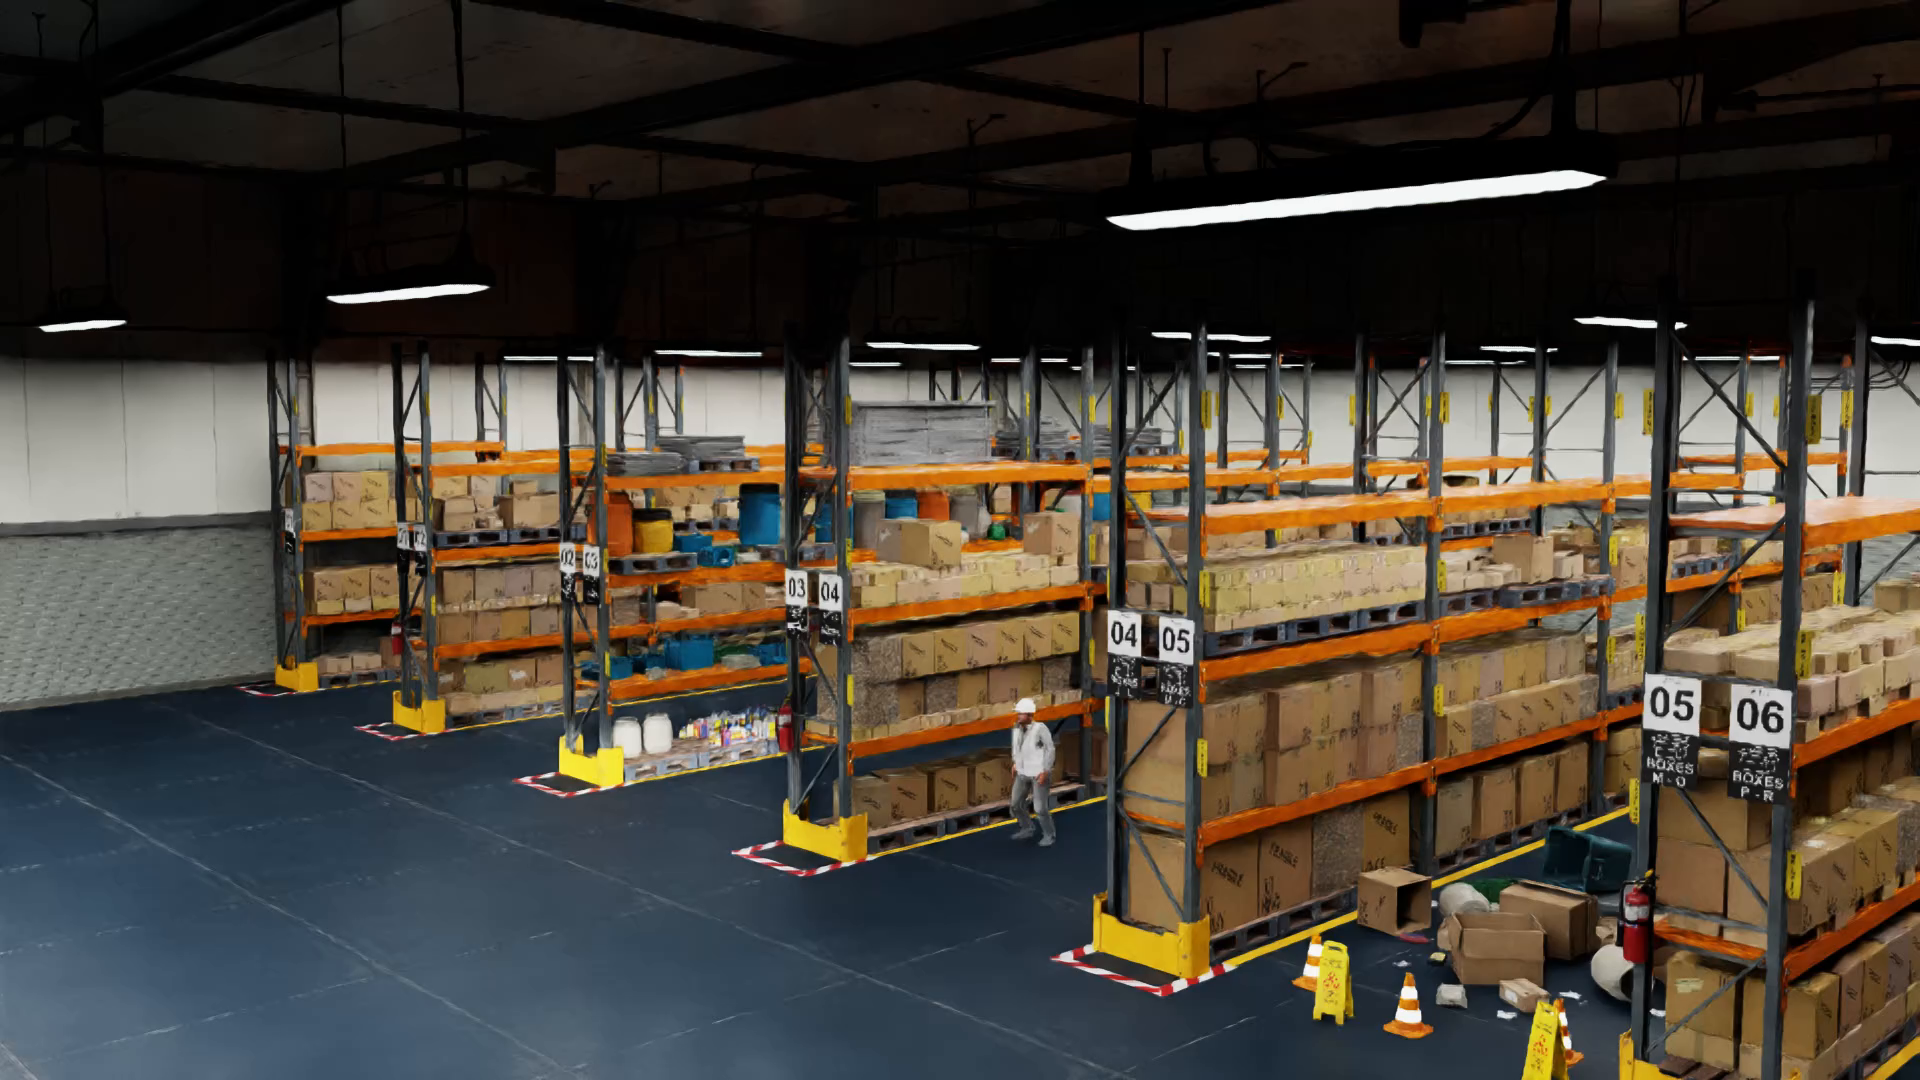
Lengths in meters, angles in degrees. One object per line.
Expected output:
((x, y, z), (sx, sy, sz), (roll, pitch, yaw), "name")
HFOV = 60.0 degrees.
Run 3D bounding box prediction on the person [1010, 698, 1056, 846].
((0.824, 2.658, 19.123), (0.677, 1.726, 0.574), (5, 7, 44), "person")
